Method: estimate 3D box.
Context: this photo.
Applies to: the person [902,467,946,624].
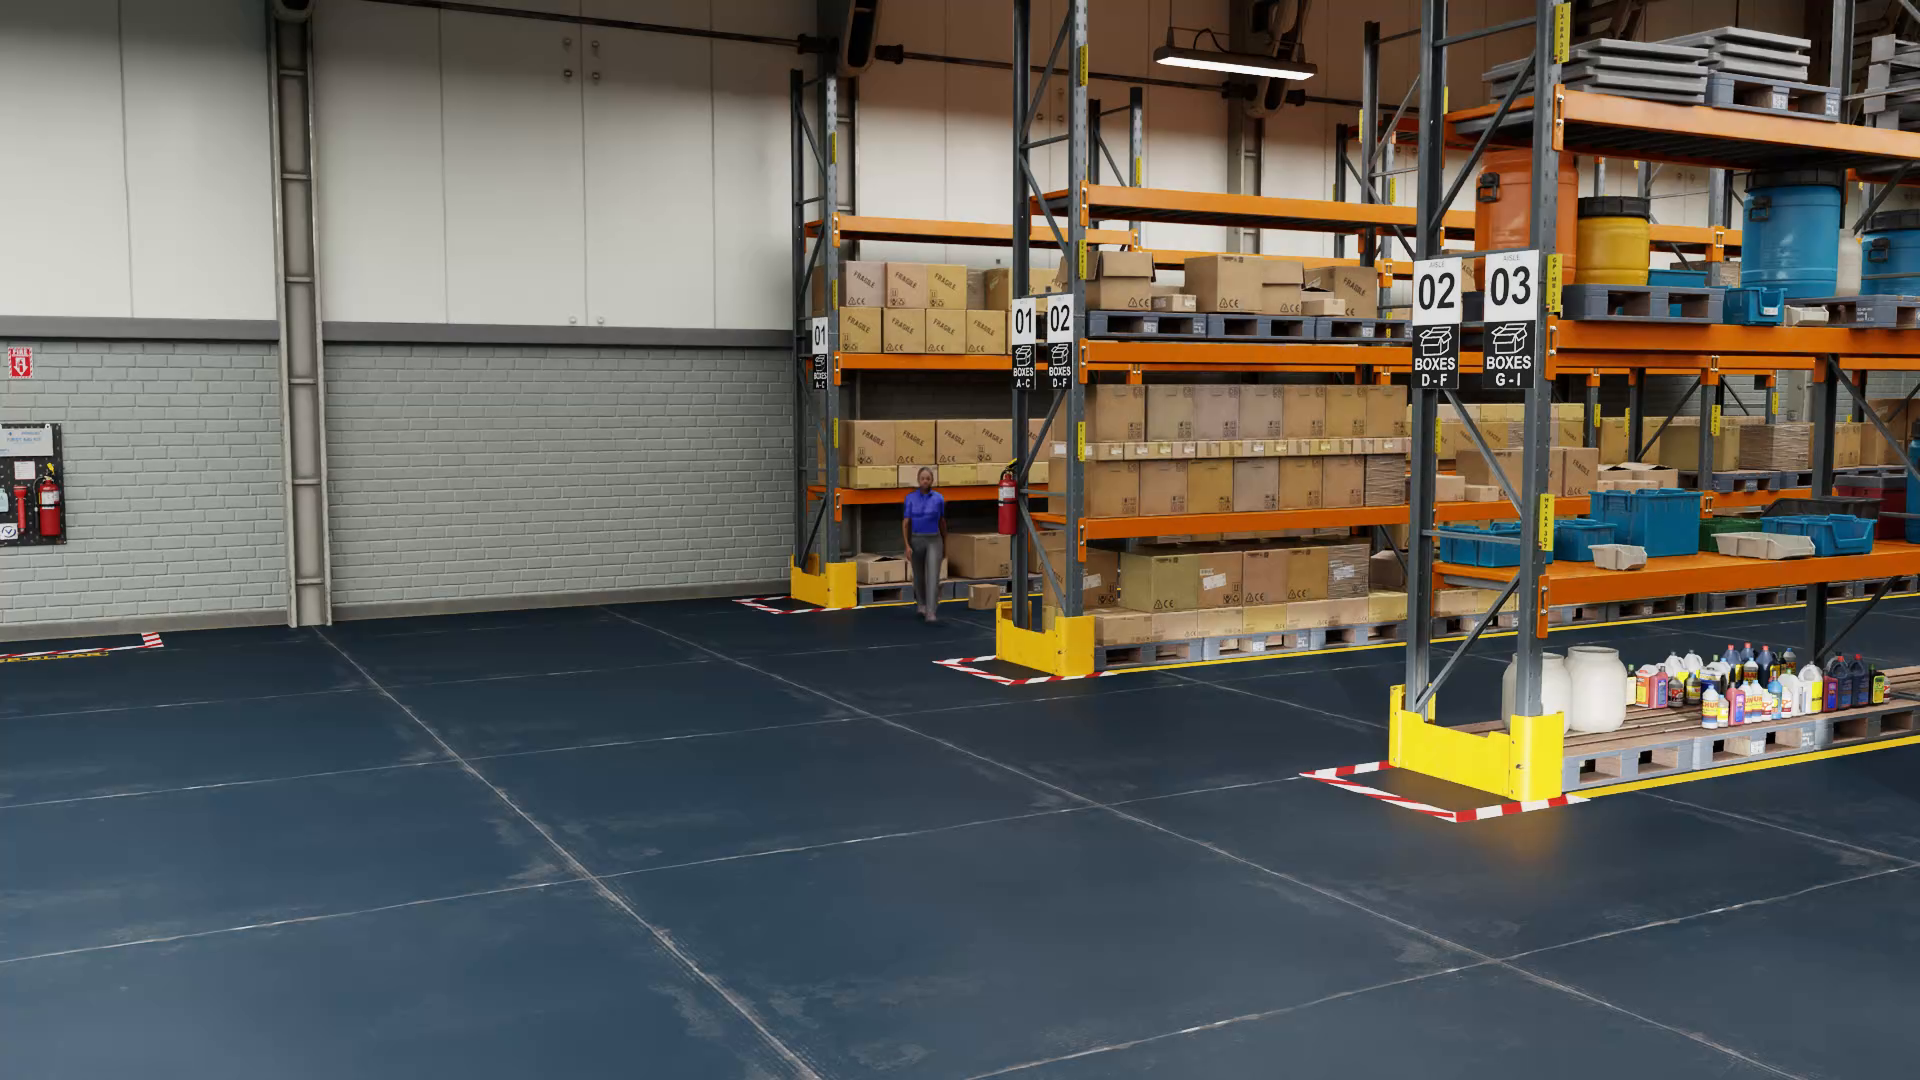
[{"bbox_3d":[-0.367,0.040,17.127,0.450,1.555,1.049,0,5,1],"label":"person"}]
